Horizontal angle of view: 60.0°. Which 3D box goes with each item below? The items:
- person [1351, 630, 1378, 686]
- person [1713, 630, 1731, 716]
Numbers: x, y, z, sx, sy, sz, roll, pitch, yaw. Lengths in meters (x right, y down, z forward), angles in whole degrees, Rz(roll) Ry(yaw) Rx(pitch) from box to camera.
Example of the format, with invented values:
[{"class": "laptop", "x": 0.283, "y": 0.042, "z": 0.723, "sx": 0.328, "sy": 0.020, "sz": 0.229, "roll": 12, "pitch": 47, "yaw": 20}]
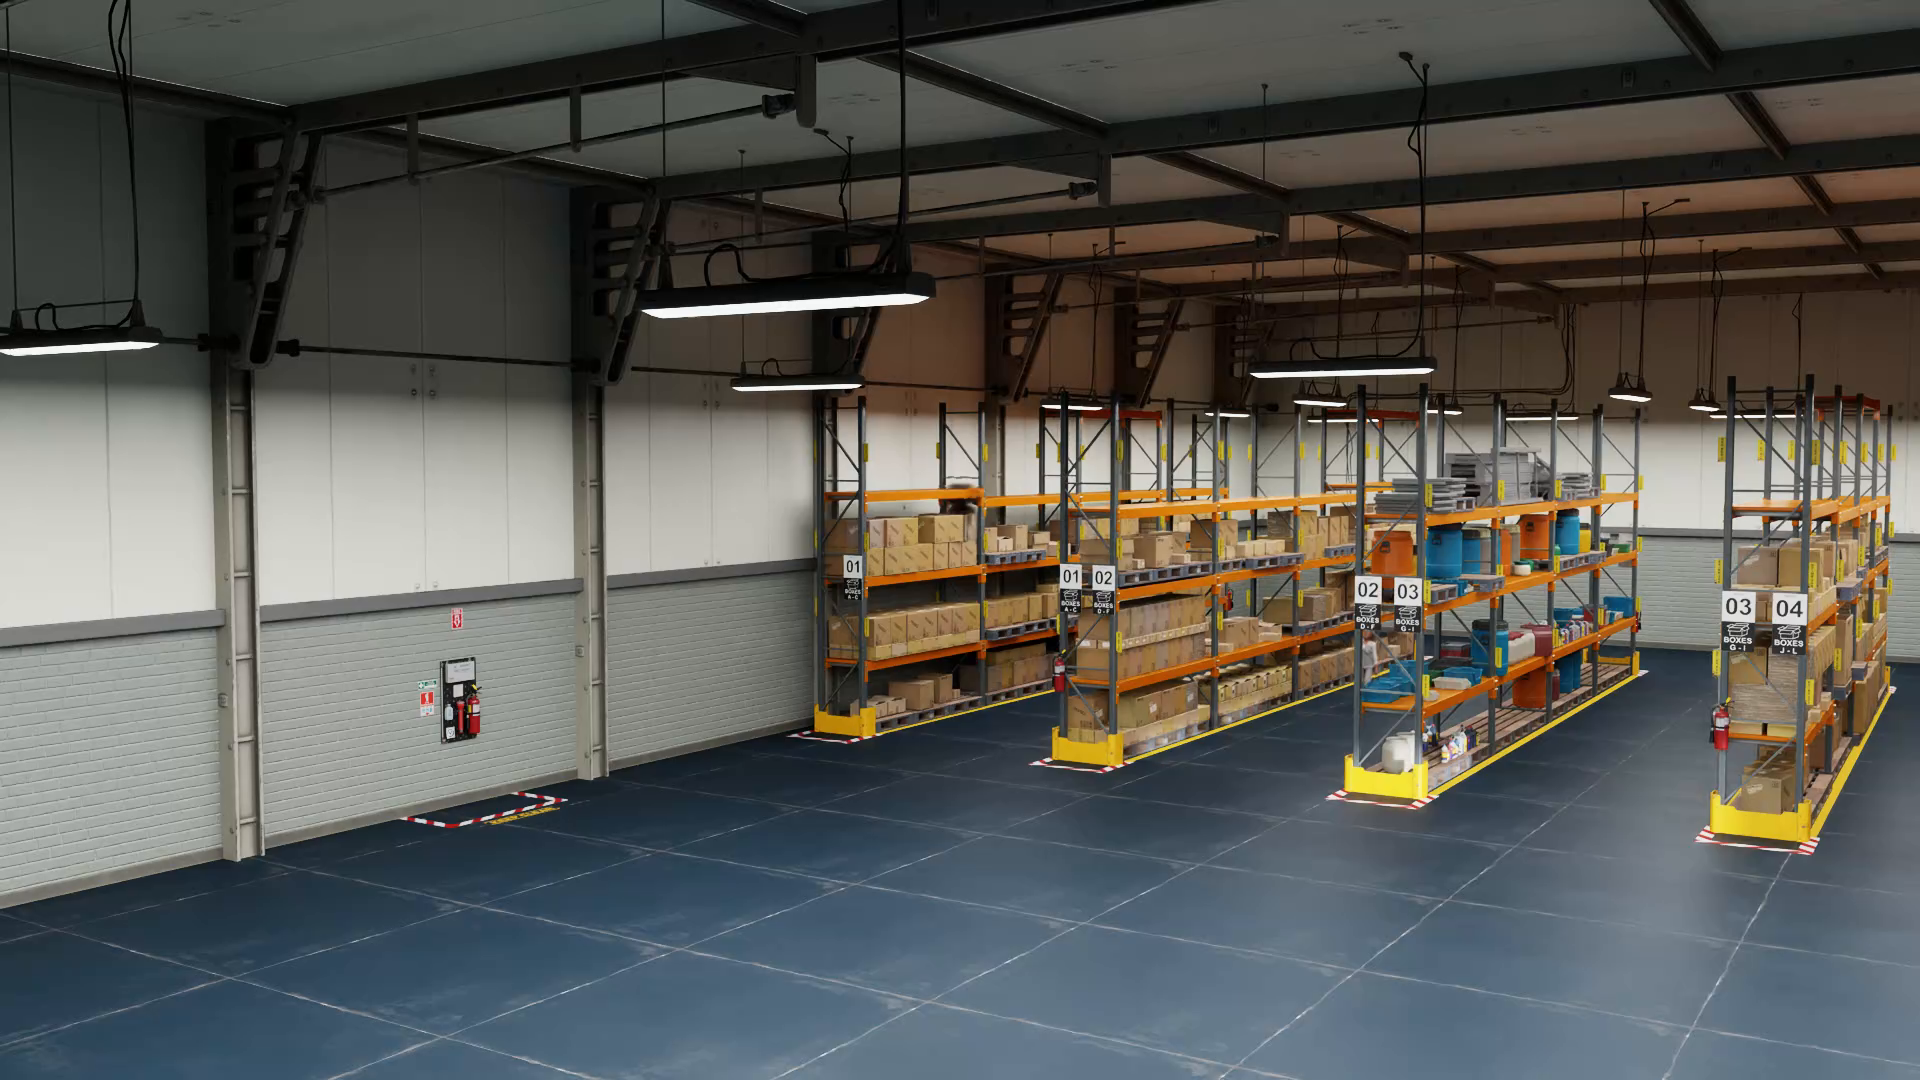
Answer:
[{"class": "person", "x": 7.958, "y": 2.501, "z": 32.651, "sx": 0.508, "sy": 1.540, "sz": 0.847, "roll": 1, "pitch": 3, "yaw": 23}, {"class": "person", "x": 14.446, "y": 2.505, "z": 31.475, "sx": 0.384, "sy": 1.682, "sz": 0.457, "roll": 2, "pitch": 4, "yaw": 39}]
